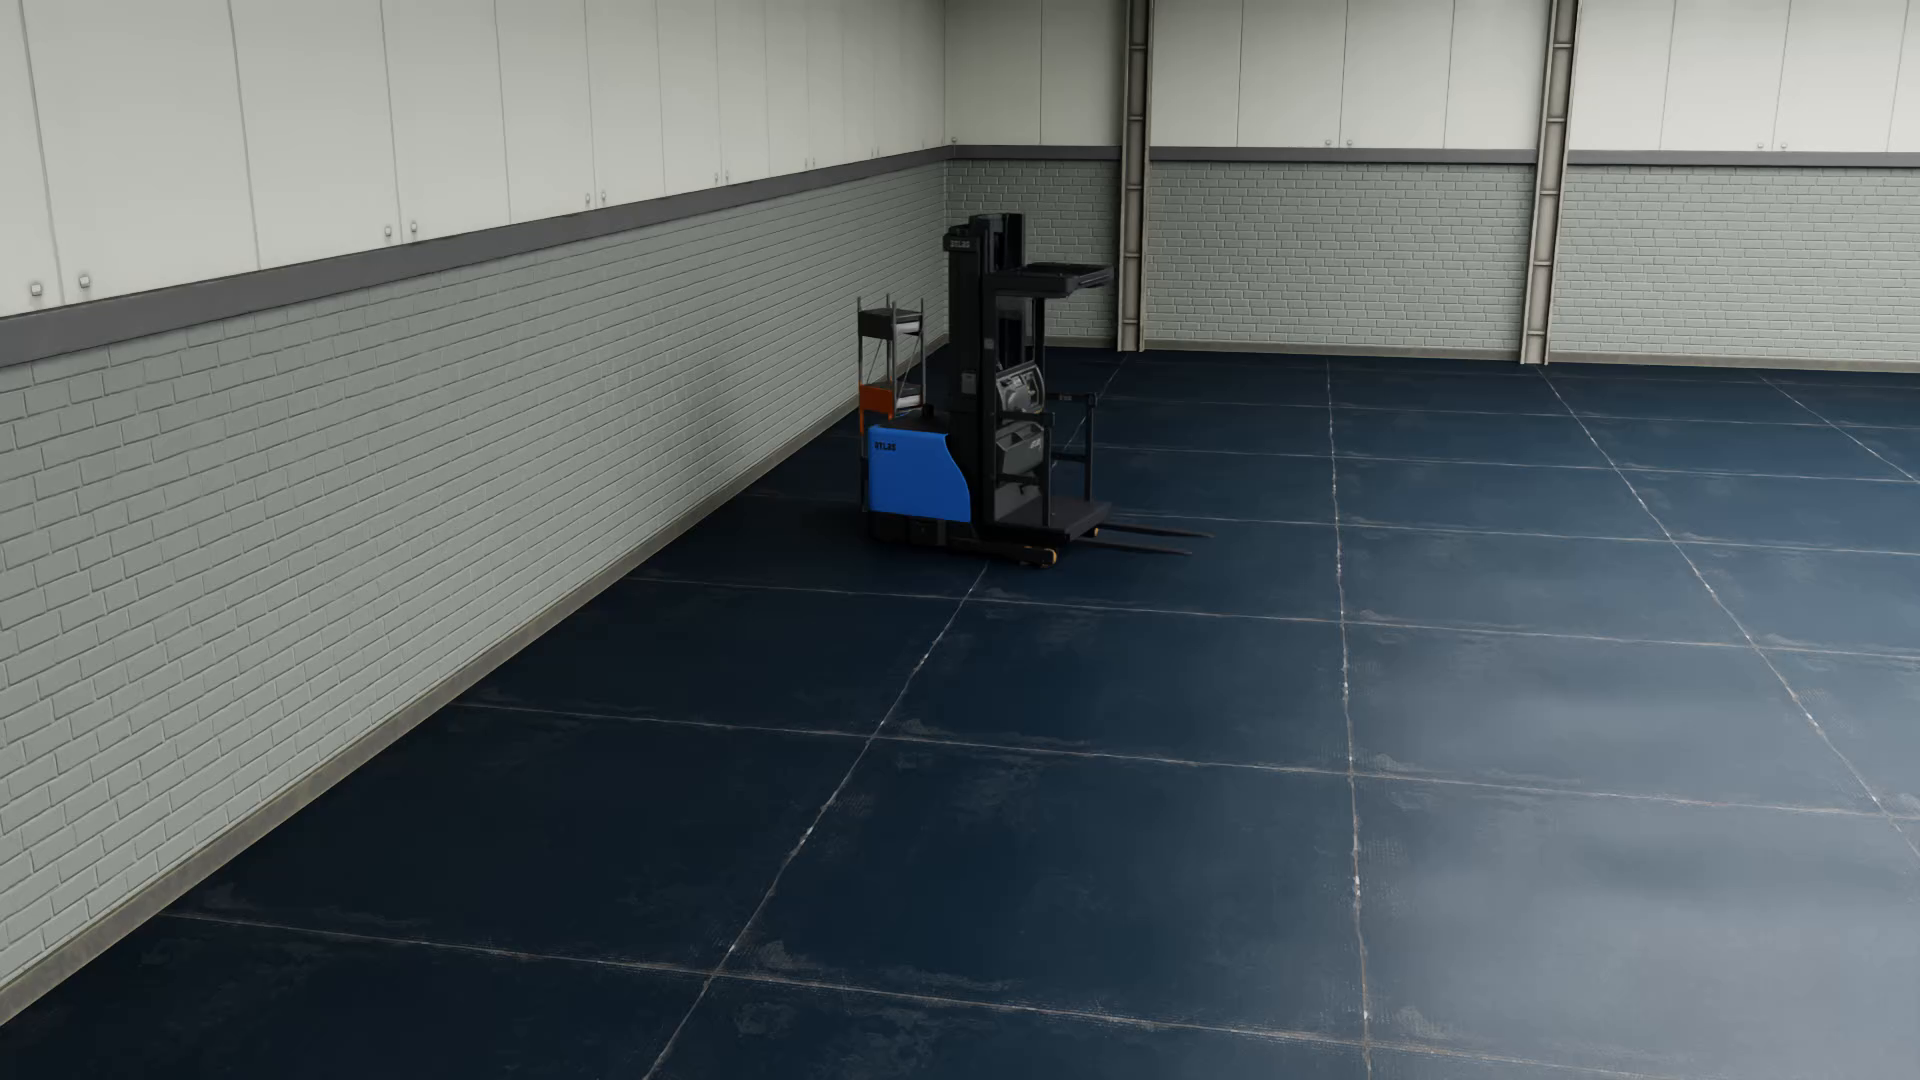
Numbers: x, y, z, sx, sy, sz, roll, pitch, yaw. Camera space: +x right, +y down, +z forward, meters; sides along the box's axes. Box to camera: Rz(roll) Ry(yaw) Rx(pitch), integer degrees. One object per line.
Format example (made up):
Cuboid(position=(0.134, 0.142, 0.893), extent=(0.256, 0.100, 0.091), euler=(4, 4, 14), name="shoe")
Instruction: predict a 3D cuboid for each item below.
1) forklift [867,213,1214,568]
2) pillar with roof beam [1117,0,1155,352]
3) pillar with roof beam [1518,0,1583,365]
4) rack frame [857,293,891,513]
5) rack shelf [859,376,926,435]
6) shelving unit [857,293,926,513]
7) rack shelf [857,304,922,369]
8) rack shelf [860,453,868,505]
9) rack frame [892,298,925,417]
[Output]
Cuboid(position=(0.714, -1.335, 14.579), extent=(3.031, 2.935, 1.130), euler=(7, 17, 25), name="forklift")
Cuboid(position=(1.808, -6.179, 20.698), extent=(0.400, 9.000, 9.100), euler=(3, 16, 11), name="pillar with roof beam")
Cuboid(position=(7.688, -5.859, 19.546), extent=(0.400, 9.000, 9.100), euler=(3, 16, 11), name="pillar with roof beam")
Cuboid(position=(-0.819, -1.314, 16.062), extent=(0.400, 2.100, 0.015), euler=(-15, 21, -42), name="rack frame")
Cuboid(position=(-0.648, -1.255, 15.898), extent=(0.431, 0.518, 0.480), euler=(-15, 21, -42), name="rack shelf")
Cuboid(position=(-0.648, -1.268, 15.894), extent=(0.431, 2.100, 0.503), euler=(-15, 21, -42), name="shelving unit")
Cuboid(position=(-0.648, -1.929, 15.711), extent=(0.431, 0.518, 0.480), euler=(-15, 21, -42), name="rack shelf")
Cuboid(position=(-0.648, -0.580, 16.085), extent=(0.431, 0.518, 0.480), euler=(-15, 21, -42), name="rack shelf")
Cuboid(position=(-0.477, -1.221, 15.726), extent=(0.400, 2.100, 0.015), euler=(-15, 21, -42), name="rack frame")
